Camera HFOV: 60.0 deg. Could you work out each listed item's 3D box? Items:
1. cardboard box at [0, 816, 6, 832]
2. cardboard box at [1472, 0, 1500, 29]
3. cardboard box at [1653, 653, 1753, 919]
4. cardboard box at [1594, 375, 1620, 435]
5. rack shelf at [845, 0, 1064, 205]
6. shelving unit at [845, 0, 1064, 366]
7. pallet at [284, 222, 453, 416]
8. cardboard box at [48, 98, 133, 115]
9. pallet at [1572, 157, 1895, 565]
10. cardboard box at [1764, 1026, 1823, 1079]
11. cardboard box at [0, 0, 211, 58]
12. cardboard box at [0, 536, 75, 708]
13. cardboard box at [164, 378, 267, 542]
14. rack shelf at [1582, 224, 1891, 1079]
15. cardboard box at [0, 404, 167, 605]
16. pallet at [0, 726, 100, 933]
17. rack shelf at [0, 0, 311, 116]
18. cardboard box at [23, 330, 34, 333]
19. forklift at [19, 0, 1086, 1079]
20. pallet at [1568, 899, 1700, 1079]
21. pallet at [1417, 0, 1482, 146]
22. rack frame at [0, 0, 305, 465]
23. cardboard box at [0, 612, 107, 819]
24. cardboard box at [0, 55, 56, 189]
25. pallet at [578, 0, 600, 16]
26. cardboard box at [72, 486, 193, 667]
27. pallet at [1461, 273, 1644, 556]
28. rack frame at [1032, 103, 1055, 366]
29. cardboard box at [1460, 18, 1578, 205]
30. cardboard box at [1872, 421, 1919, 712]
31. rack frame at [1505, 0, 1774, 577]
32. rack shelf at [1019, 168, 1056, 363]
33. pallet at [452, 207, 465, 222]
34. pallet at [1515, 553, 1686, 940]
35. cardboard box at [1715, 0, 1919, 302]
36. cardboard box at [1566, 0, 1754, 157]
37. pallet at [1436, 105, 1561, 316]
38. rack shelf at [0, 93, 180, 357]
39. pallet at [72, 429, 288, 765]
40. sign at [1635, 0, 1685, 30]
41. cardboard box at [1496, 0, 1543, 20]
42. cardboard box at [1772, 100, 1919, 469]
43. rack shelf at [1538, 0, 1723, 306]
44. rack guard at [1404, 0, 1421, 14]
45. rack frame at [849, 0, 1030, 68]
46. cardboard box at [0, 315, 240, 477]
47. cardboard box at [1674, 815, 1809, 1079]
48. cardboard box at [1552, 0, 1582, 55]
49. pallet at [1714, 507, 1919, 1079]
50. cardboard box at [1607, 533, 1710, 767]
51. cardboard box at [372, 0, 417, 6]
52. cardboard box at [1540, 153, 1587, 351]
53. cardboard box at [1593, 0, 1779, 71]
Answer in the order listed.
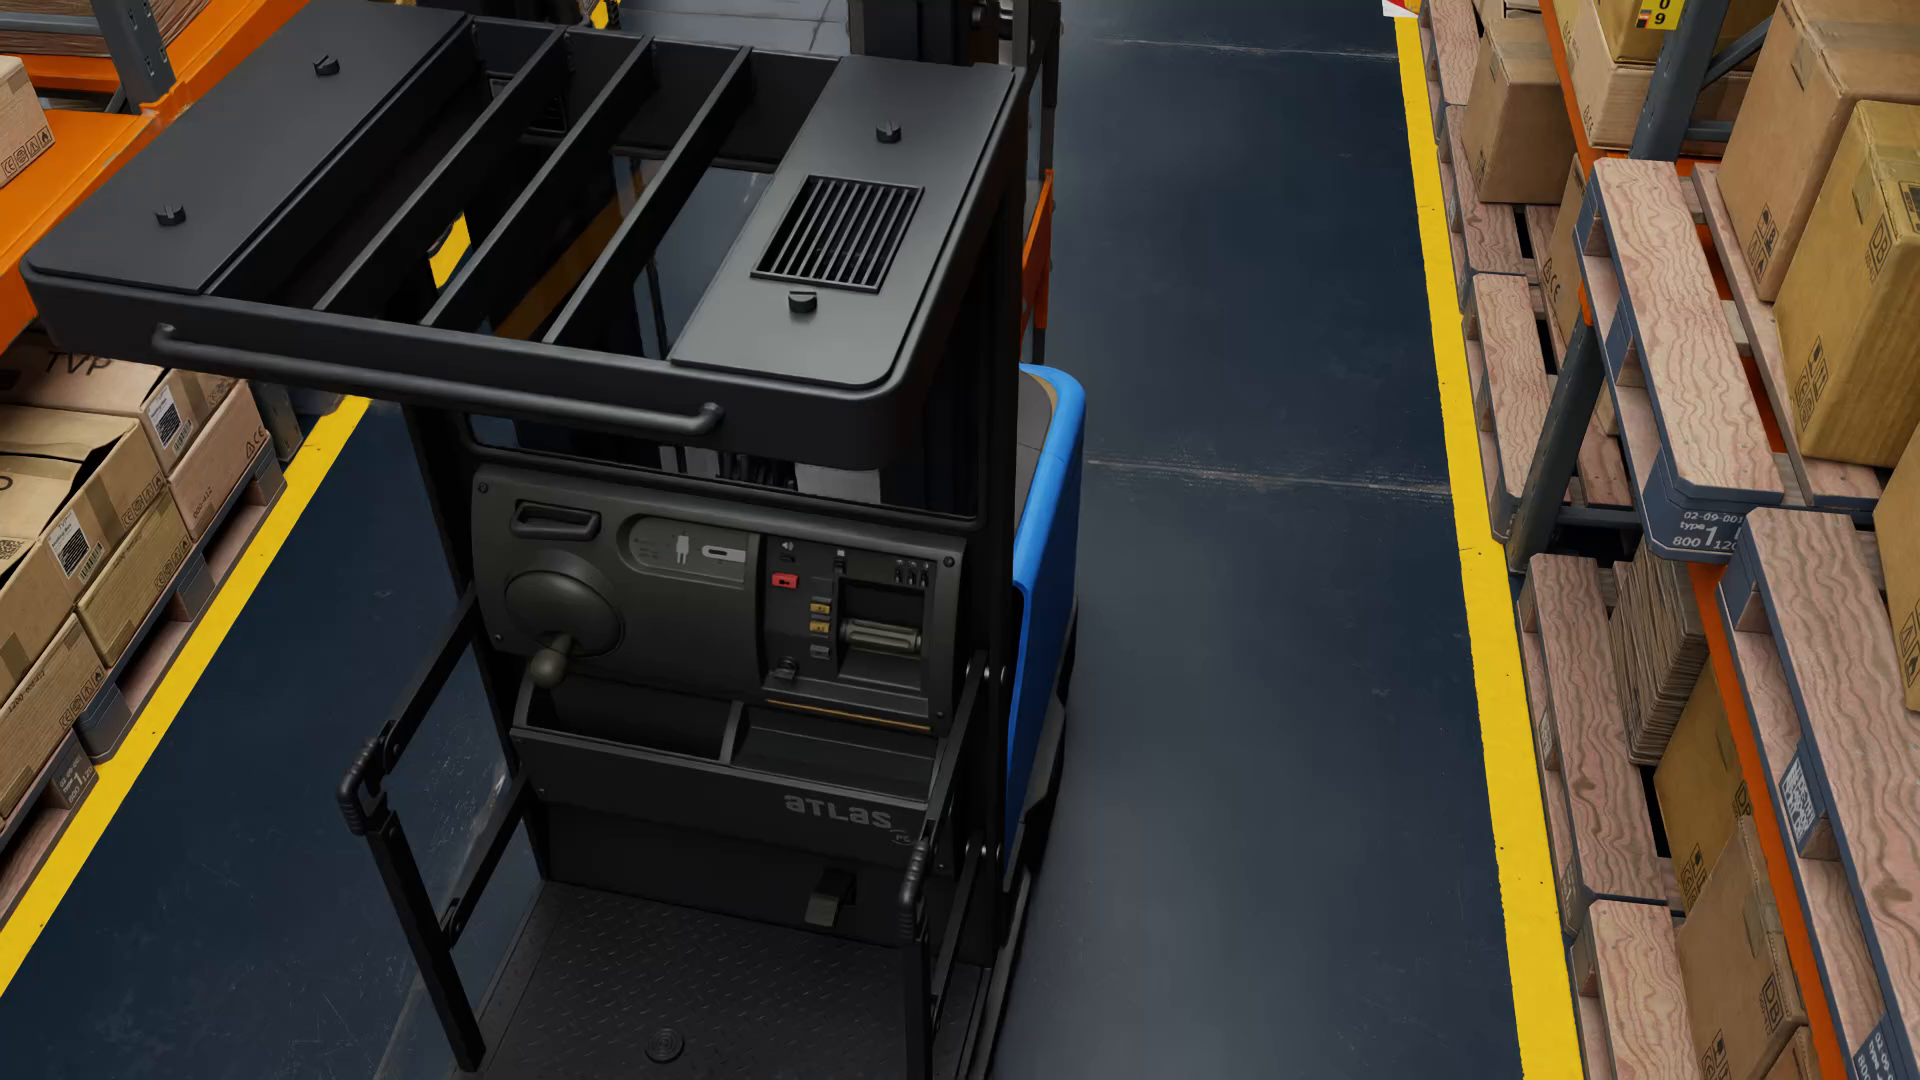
[{"bbox_3d":[-2.683,0.768,3.951,0.500,0.250,0.500,6,44,6],"label":"cardboard box"},{"bbox_3d":[2.548,-2.425,7.265,0.500,0.311,0.500,1,43,1],"label":"cardboard box"},{"bbox_3d":[2.100,0.629,3.902,0.700,0.500,0.500,4,44,5],"label":"cardboard box"},{"bbox_3d":[2.241,-0.477,5.313,0.380,0.166,0.250,0,43,0],"label":"cardboard box"},{"bbox_3d":[0.001,-1.171,3.961,0.431,0.518,0.480,8,44,8],"label":"rack shelf"},{"bbox_3d":[0.001,-0.673,4.433,0.431,2.100,0.503,8,44,8],"label":"shelving unit"},{"bbox_3d":[-2.564,-0.952,6.102,1.003,0.211,1.213,5,44,6],"label":"pallet"},{"bbox_3d":[-2.789,-1.529,5.832,0.500,0.500,0.500,5,44,6],"label":"cardboard box"},{"bbox_3d":[1.954,-0.402,3.632,1.003,0.211,1.213,5,44,6],"label":"pallet"},{"bbox_3d":[1.935,1.318,3.174,0.700,0.500,0.500,5,44,5],"label":"cardboard box"},{"bbox_3d":[-2.659,-1.766,4.861,0.700,0.500,0.500,4,44,4],"label":"cardboard box"},{"bbox_3d":[-2.611,0.213,4.130,0.500,0.311,0.500,5,44,5],"label":"cardboard box"},{"bbox_3d":[-2.479,-0.272,5.050,0.500,0.250,0.500,5,44,5],"label":"cardboard box"},{"bbox_3d":[1.935,0.645,2.910,1.077,0.370,4.000,5,44,6],"label":"rack shelf"},{"bbox_3d":[-2.543,-0.127,4.489,0.500,0.311,0.500,6,44,7],"label":"cardboard box"},{"bbox_3d":[-2.929,0.925,4.119,1.003,0.211,1.213,5,44,6],"label":"pallet"},{"bbox_3d":[-2.447,-2.528,6.262,1.077,0.370,4.000,5,44,6],"label":"rack shelf"},{"bbox_3d":[-3.013,-0.525,4.910,0.500,0.311,0.500,5,44,6],"label":"cardboard box"},{"bbox_3d":[-0.500,0.206,2.900,1.130,2.935,3.031,9,44,9],"label":"forklift"},{"bbox_3d":[1.939,1.398,3.620,1.003,0.211,1.213,5,44,6],"label":"pallet"},{"bbox_3d":[2.576,-2.090,7.304,1.003,0.211,1.213,5,44,6],"label":"pallet"},{"bbox_3d":[-2.711,-1.427,4.575,1.000,3.000,0.127,5,44,6],"label":"rack frame"},{"bbox_3d":[-2.614,0.422,4.318,0.500,0.250,0.500,6,44,6],"label":"cardboard box"},{"bbox_3d":[-2.733,-1.033,4.268,0.500,0.250,0.500,8,44,8],"label":"cardboard box"},{"bbox_3d":[-2.242,-2.615,7.858,1.003,0.211,1.213,5,44,6],"label":"pallet"},{"bbox_3d":[-2.547,0.073,4.686,0.500,0.250,0.500,5,44,5],"label":"cardboard box"},{"bbox_3d":[2.253,-0.427,5.548,1.003,0.211,1.213,5,44,6],"label":"pallet"},{"bbox_3d":[0.049,-0.837,4.607,0.400,2.100,0.015,8,44,8],"label":"rack frame"},{"bbox_3d":[2.326,-1.610,6.266,0.700,0.500,0.500,3,44,3],"label":"cardboard box"},{"bbox_3d":[1.961,0.001,2.675,0.700,0.500,0.500,11,45,11],"label":"cardboard box"},{"bbox_3d":[2.200,-0.979,4.102,1.000,3.000,0.127,5,44,6],"label":"rack frame"},{"bbox_3d":[0.001,-0.663,4.443,0.431,0.518,0.480,8,44,8],"label":"rack shelf"},{"bbox_3d":[-2.406,-1.786,6.983,1.003,0.211,1.213,5,44,6],"label":"pallet"},{"bbox_3d":[2.098,0.564,4.500,1.003,0.211,1.213,5,44,6],"label":"pallet"},{"bbox_3d":[2.099,-0.831,3.553,0.700,0.500,0.500,5,44,6],"label":"cardboard box"},{"bbox_3d":[1.962,-1.282,4.517,0.500,0.250,0.500,5,44,6],"label":"cardboard box"},{"bbox_3d":[2.412,-1.261,6.428,1.003,0.211,1.213,5,44,6],"label":"pallet"},{"bbox_3d":[-2.975,0.198,3.383,1.077,0.370,4.000,5,44,6],"label":"rack shelf"},{"bbox_3d":[-2.770,0.092,5.000,1.003,0.211,1.213,5,44,6],"label":"pallet"},{"bbox_3d":[1.661,-1.337,3.851,0.100,0.325,0.005,5,44,6],"label":"sign"},{"bbox_3d":[2.472,-2.036,6.855,0.500,0.311,0.500,9,44,9],"label":"cardboard box"},{"bbox_3d":[2.018,-0.451,3.152,0.700,0.500,0.500,9,44,10],"label":"cardboard box"},{"bbox_3d":[2.464,-2.081,5.789,1.077,0.370,4.000,5,44,6],"label":"rack shelf"},{"bbox_3d":[2.718,-2.745,7.786,1.175,0.500,0.348,5,44,6],"label":"rack guard"},{"bbox_3d":[-0.047,-0.508,4.260,0.400,2.100,0.015,8,44,8],"label":"rack frame"},{"bbox_3d":[-2.480,-0.482,4.864,0.500,0.311,0.500,5,44,6],"label":"cardboard box"},{"bbox_3d":[1.993,0.973,3.539,0.700,0.500,0.500,6,44,6],"label":"cardboard box"},{"bbox_3d":[2.036,-1.621,4.875,0.500,0.250,0.500,5,44,6],"label":"cardboard box"},{"bbox_3d":[1.892,0.464,2.718,1.003,0.211,1.213,5,44,6],"label":"pallet"},{"bbox_3d":[2.119,0.272,4.279,0.700,0.500,0.500,7,44,7],"label":"cardboard box"},{"bbox_3d":[-2.207,-1.822,6.142,0.500,0.500,0.500,5,44,6],"label":"cardboard box"},{"bbox_3d":[2.297,-0.942,5.561,0.500,0.500,0.500,2,43,2],"label":"cardboard box"},{"bbox_3d":[1.956,-1.554,4.259,0.500,0.500,0.500,5,44,5],"label":"cardboard box"}]
